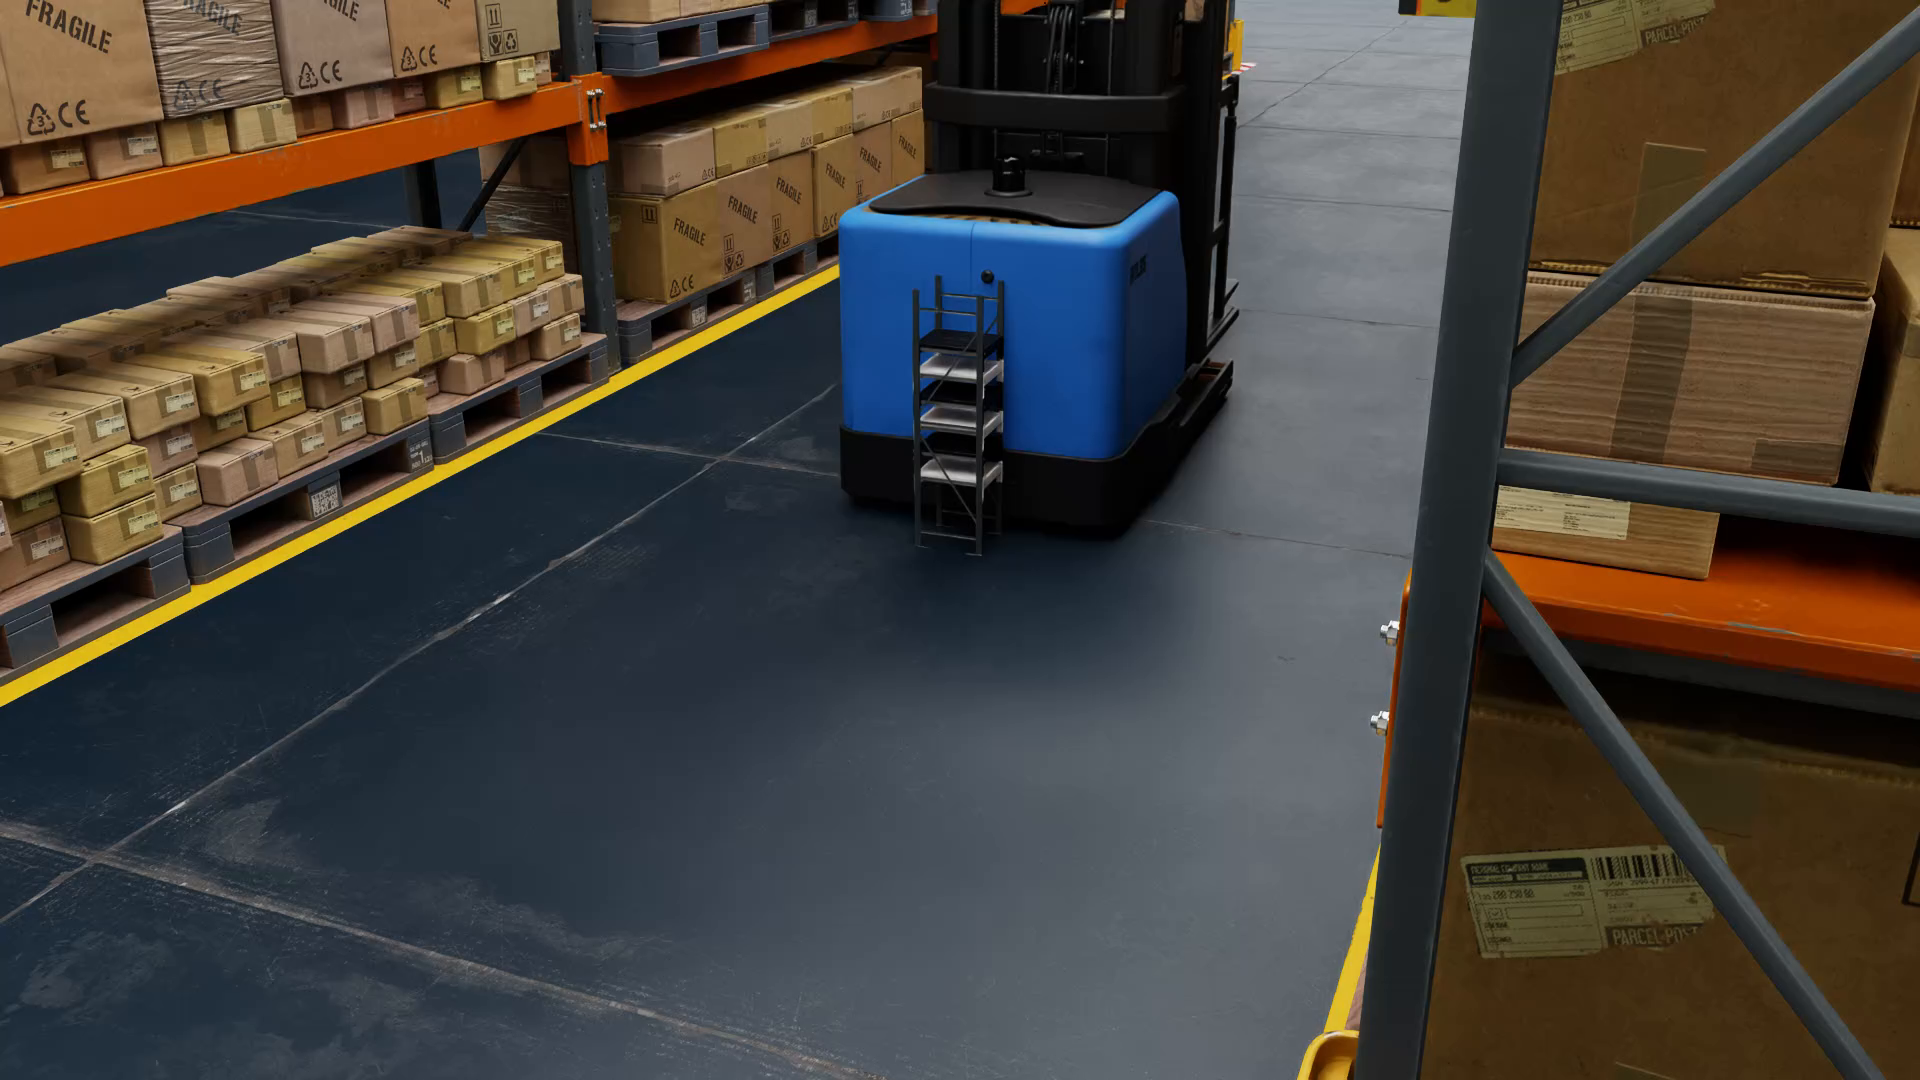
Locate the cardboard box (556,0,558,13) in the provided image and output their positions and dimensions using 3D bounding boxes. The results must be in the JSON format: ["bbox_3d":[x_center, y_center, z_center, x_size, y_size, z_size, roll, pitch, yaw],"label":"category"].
[{"bbox_3d":[-1.970,-2.544,7.729,0.380,0.149,0.250,9,24,20],"label":"cardboard box"}]

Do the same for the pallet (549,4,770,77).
[{"bbox_3d":[-1.610,-2.366,7.772,1.003,0.211,1.213,9,24,20],"label":"pallet"}]

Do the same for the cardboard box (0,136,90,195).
[{"bbox_3d":[-2.792,-1.115,4.854,0.380,0.149,0.250,9,24,20],"label":"cardboard box"}]

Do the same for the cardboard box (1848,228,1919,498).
[{"bbox_3d":[1.481,-0.226,2.207,0.500,0.250,0.500,8,24,19],"label":"cardboard box"}]

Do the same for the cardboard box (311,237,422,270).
[{"bbox_3d":[-2.507,-1.171,7.044,0.380,0.149,0.250,10,25,23],"label":"cardboard box"}]

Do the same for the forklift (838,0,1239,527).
[{"bbox_3d":[0.548,-1.937,6.584,1.130,2.935,3.031,8,24,18],"label":"forklift"}]

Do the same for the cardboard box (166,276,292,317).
[{"bbox_3d":[-2.801,-0.898,6.390,0.380,0.149,0.250,9,24,21],"label":"cardboard box"}]

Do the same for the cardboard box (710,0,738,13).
[{"bbox_3d":[-1.262,-2.544,7.730,0.380,0.149,0.250,9,24,20],"label":"cardboard box"}]

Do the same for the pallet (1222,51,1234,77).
[{"bbox_3d":[2.204,-4.912,17.237,1.003,0.211,1.213,9,24,20],"label":"pallet"}]

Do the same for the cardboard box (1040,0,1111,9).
[{"bbox_3d":[1.241,-4.493,14.827,0.875,0.875,0.875,9,24,21],"label":"cardboard box"}]

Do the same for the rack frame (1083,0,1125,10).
[{"bbox_3d":[0.942,-5.065,13.984,1.000,3.000,0.127,9,24,20],"label":"rack frame"}]

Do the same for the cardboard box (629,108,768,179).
[{"bbox_3d":[-1.314,-2.006,8.386,0.500,0.250,0.500,9,24,22],"label":"cardboard box"}]

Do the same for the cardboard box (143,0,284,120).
[{"bbox_3d":[-2.539,-1.627,5.238,0.500,0.500,0.500,8,24,19],"label":"cardboard box"}]

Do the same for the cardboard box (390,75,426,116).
[{"bbox_3d":[-2.227,-1.673,6.190,0.380,0.149,0.250,8,24,19],"label":"cardboard box"}]

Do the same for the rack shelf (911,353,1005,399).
[{"bbox_3d":[-0.004,-0.546,5.510,0.258,0.077,0.200,8,24,18],"label":"rack shelf"}]

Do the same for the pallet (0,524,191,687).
[{"bbox_3d":[-3.152,0.203,4.990,1.003,0.211,1.213,9,24,20],"label":"pallet"}]

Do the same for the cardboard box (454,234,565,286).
[{"bbox_3d":[-1.920,-1.190,7.090,0.380,0.149,0.250,9,24,22],"label":"cardboard box"}]

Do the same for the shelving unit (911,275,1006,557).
[{"bbox_3d":[-0.004,-0.411,5.567,0.258,0.900,0.210,8,24,18],"label":"shelving unit"}]

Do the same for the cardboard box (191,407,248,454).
[{"bbox_3d":[-2.651,-0.415,5.620,0.380,0.149,0.250,10,25,23],"label":"cardboard box"}]

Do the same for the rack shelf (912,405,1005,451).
[{"bbox_3d":[-0.004,-0.380,5.580,0.258,0.077,0.200,8,24,18],"label":"rack shelf"}]

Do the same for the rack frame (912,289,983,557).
[{"bbox_3d":[-0.039,-0.374,5.479,0.240,0.900,0.006,8,24,18],"label":"rack frame"}]

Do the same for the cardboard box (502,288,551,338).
[{"bbox_3d":[-1.940,-0.961,6.927,0.380,0.149,0.250,8,24,18],"label":"cardboard box"}]

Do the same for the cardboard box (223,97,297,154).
[{"bbox_3d":[-2.432,-1.381,5.490,0.380,0.149,0.250,9,24,21],"label":"cardboard box"}]

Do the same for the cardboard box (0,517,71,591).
[{"bbox_3d":[-2.916,0.014,4.979,0.380,0.149,0.250,9,24,21],"label":"cardboard box"}]

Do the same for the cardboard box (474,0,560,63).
[{"bbox_3d":[-1.947,-2.172,6.542,0.500,0.500,0.500,9,24,20],"label":"cardboard box"}]

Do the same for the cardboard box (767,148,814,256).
[{"bbox_3d":[-1.132,-1.848,8.981,0.500,0.500,0.500,9,24,21],"label":"cardboard box"}]

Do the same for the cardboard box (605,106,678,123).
[{"bbox_3d":[-1.784,-2.073,8.547,0.500,0.250,0.500,10,25,23],"label":"cardboard box"}]

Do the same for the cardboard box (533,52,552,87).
[{"bbox_3d":[-1.918,-1.951,6.854,0.380,0.149,0.250,8,24,19],"label":"cardboard box"}]

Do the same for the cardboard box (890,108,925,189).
[{"bbox_3d":[-0.545,-2.401,10.305,0.500,0.500,0.500,9,24,20],"label":"cardboard box"}]

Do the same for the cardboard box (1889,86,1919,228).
[{"bbox_3d":[1.667,-0.751,2.491,0.500,0.500,0.500,8,24,19],"label":"cardboard box"}]

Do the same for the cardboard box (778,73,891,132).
[{"bbox_3d":[-0.732,-2.555,9.701,0.500,0.250,0.500,9,24,21],"label":"cardboard box"}]

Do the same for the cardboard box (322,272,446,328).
[{"bbox_3d":[-2.233,-0.921,6.446,0.380,0.149,0.250,10,25,22],"label":"cardboard box"}]

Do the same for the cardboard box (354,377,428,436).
[{"bbox_3d":[-2.243,-0.521,6.259,0.380,0.149,0.250,9,24,20],"label":"cardboard box"}]

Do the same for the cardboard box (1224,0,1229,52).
[{"bbox_3d":[2.237,-5.458,17.136,0.875,0.875,0.875,9,24,20],"label":"cardboard box"}]

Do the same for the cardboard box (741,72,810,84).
[{"bbox_3d":[-1.213,-2.626,9.871,0.500,0.250,0.500,8,24,19],"label":"cardboard box"}]

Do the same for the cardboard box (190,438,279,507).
[{"bbox_3d":[-2.540,-0.243,5.595,0.380,0.149,0.250,8,24,17],"label":"cardboard box"}]

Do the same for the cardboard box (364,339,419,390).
[{"bbox_3d":[-2.284,-0.693,6.285,0.380,0.149,0.250,9,24,21],"label":"cardboard box"}]

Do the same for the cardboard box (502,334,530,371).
[{"bbox_3d":[-2.033,-0.810,6.952,0.380,0.149,0.250,9,24,22],"label":"cardboard box"}]

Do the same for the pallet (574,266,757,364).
[{"bbox_3d":[-1.742,-1.194,8.335,1.003,0.211,1.213,9,24,20],"label":"pallet"}]

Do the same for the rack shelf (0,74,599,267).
[{"bbox_3d":[-2.772,-1.154,5.556,1.077,0.370,4.000,9,24,20],"label":"rack shelf"}]

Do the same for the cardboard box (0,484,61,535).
[{"bbox_3d":[-2.919,-0.127,4.931,0.380,0.149,0.250,9,24,21],"label":"cardboard box"}]

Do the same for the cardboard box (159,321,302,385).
[{"bbox_3d":[-2.530,-0.640,5.772,0.380,0.149,0.250,9,24,20],"label":"cardboard box"}]

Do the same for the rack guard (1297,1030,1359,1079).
[{"bbox_3d":[1.043,1.138,2.378,1.175,0.500,0.348,9,24,20],"label":"rack guard"}]

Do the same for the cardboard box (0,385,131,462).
[{"bbox_3d":[-2.787,-0.351,5.080,0.380,0.149,0.250,8,24,17],"label":"cardboard box"}]

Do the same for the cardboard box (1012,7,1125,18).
[{"bbox_3d":[0.795,-3.986,13.774,1.050,0.750,0.750,9,24,20],"label":"cardboard box"}]

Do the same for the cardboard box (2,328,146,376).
[{"bbox_3d":[-3.025,-0.608,5.696,0.380,0.149,0.250,8,24,18],"label":"cardboard box"}]
